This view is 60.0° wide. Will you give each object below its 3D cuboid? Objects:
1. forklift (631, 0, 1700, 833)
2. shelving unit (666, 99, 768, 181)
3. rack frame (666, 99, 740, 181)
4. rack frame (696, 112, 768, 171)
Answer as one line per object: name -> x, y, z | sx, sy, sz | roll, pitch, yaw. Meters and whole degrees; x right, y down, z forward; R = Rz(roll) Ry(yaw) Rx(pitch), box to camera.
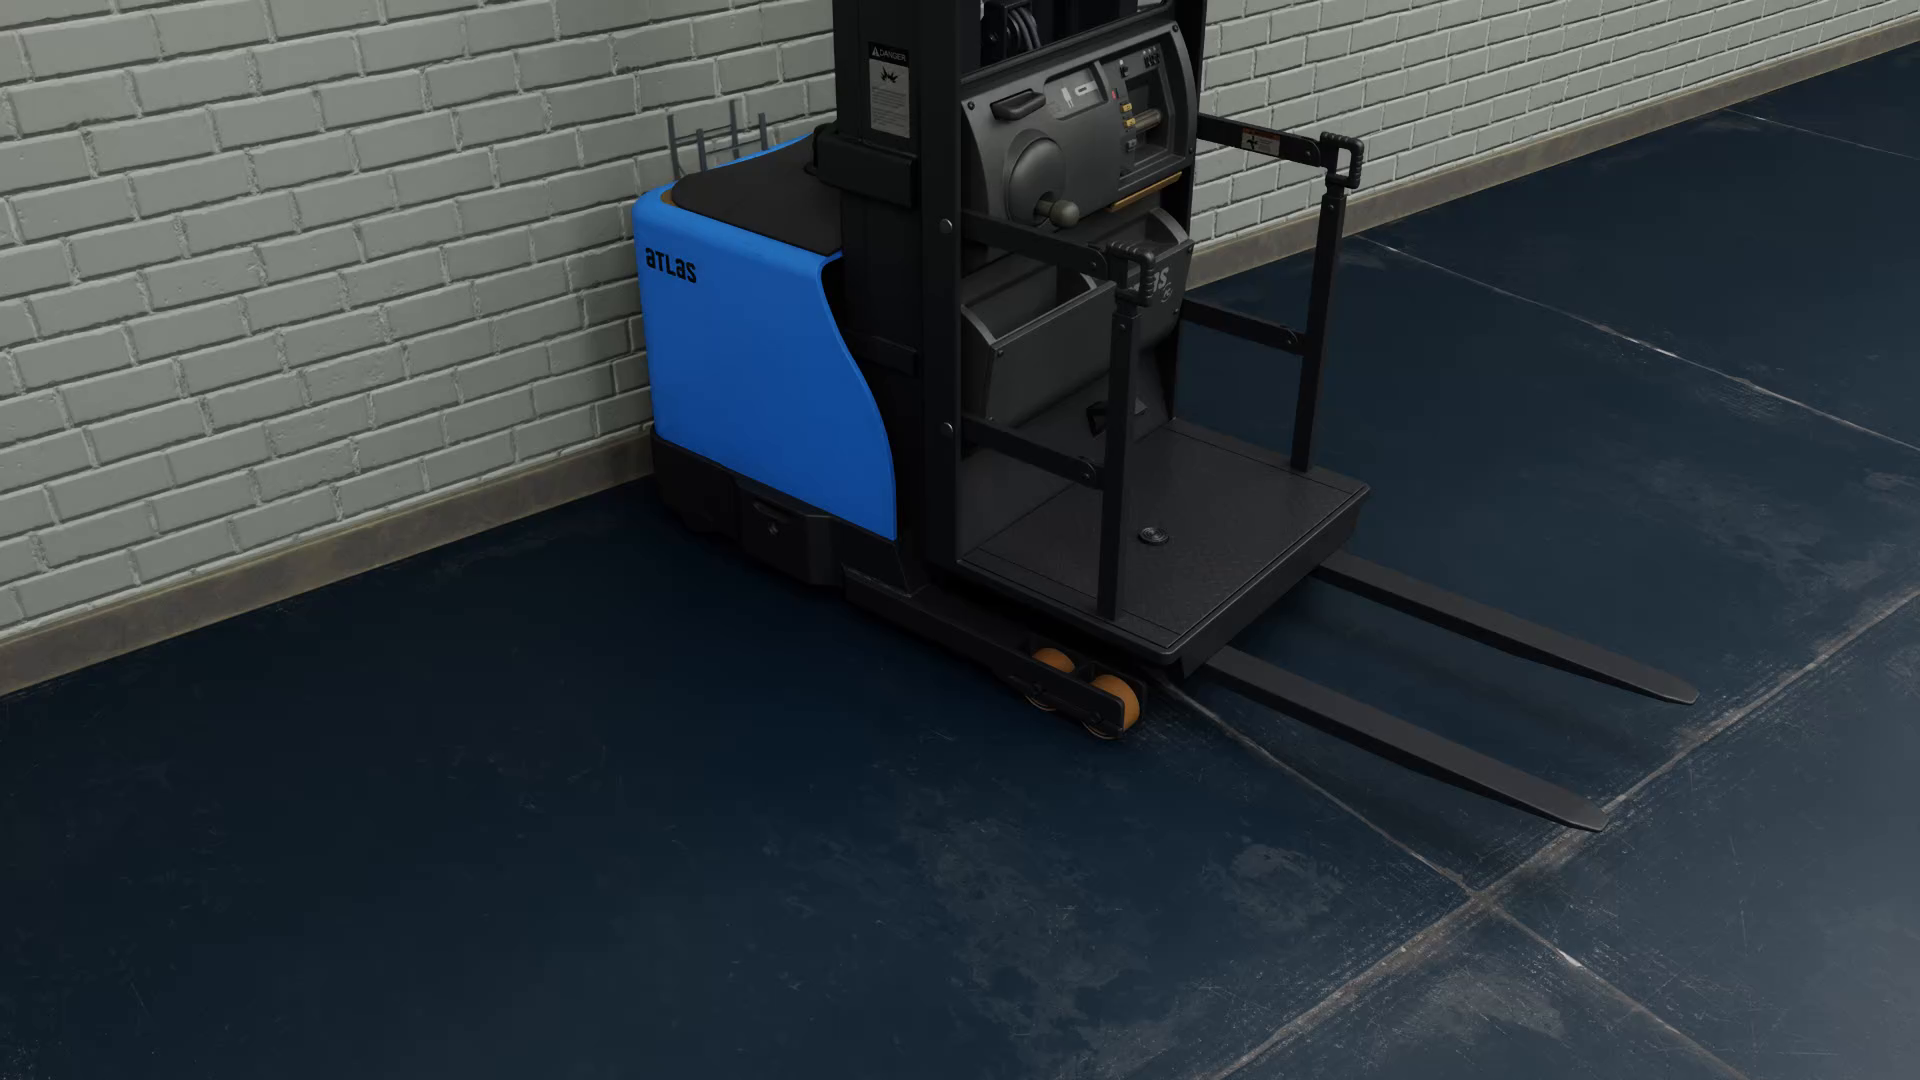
forklift -> 0.488, -1.036, 4.139 | 3.031, 2.935, 1.130 | 23, 39, 32
shelving unit -> -0.734, -0.800, 5.424 | 0.258, 1.200, 0.189 | -24, 38, -30
rack frame -> -0.790, -0.837, 5.486 | 0.240, 1.200, 0.006 | -24, 38, -30
rack frame -> -0.678, -0.763, 5.362 | 0.240, 1.200, 0.006 | -24, 38, -30
